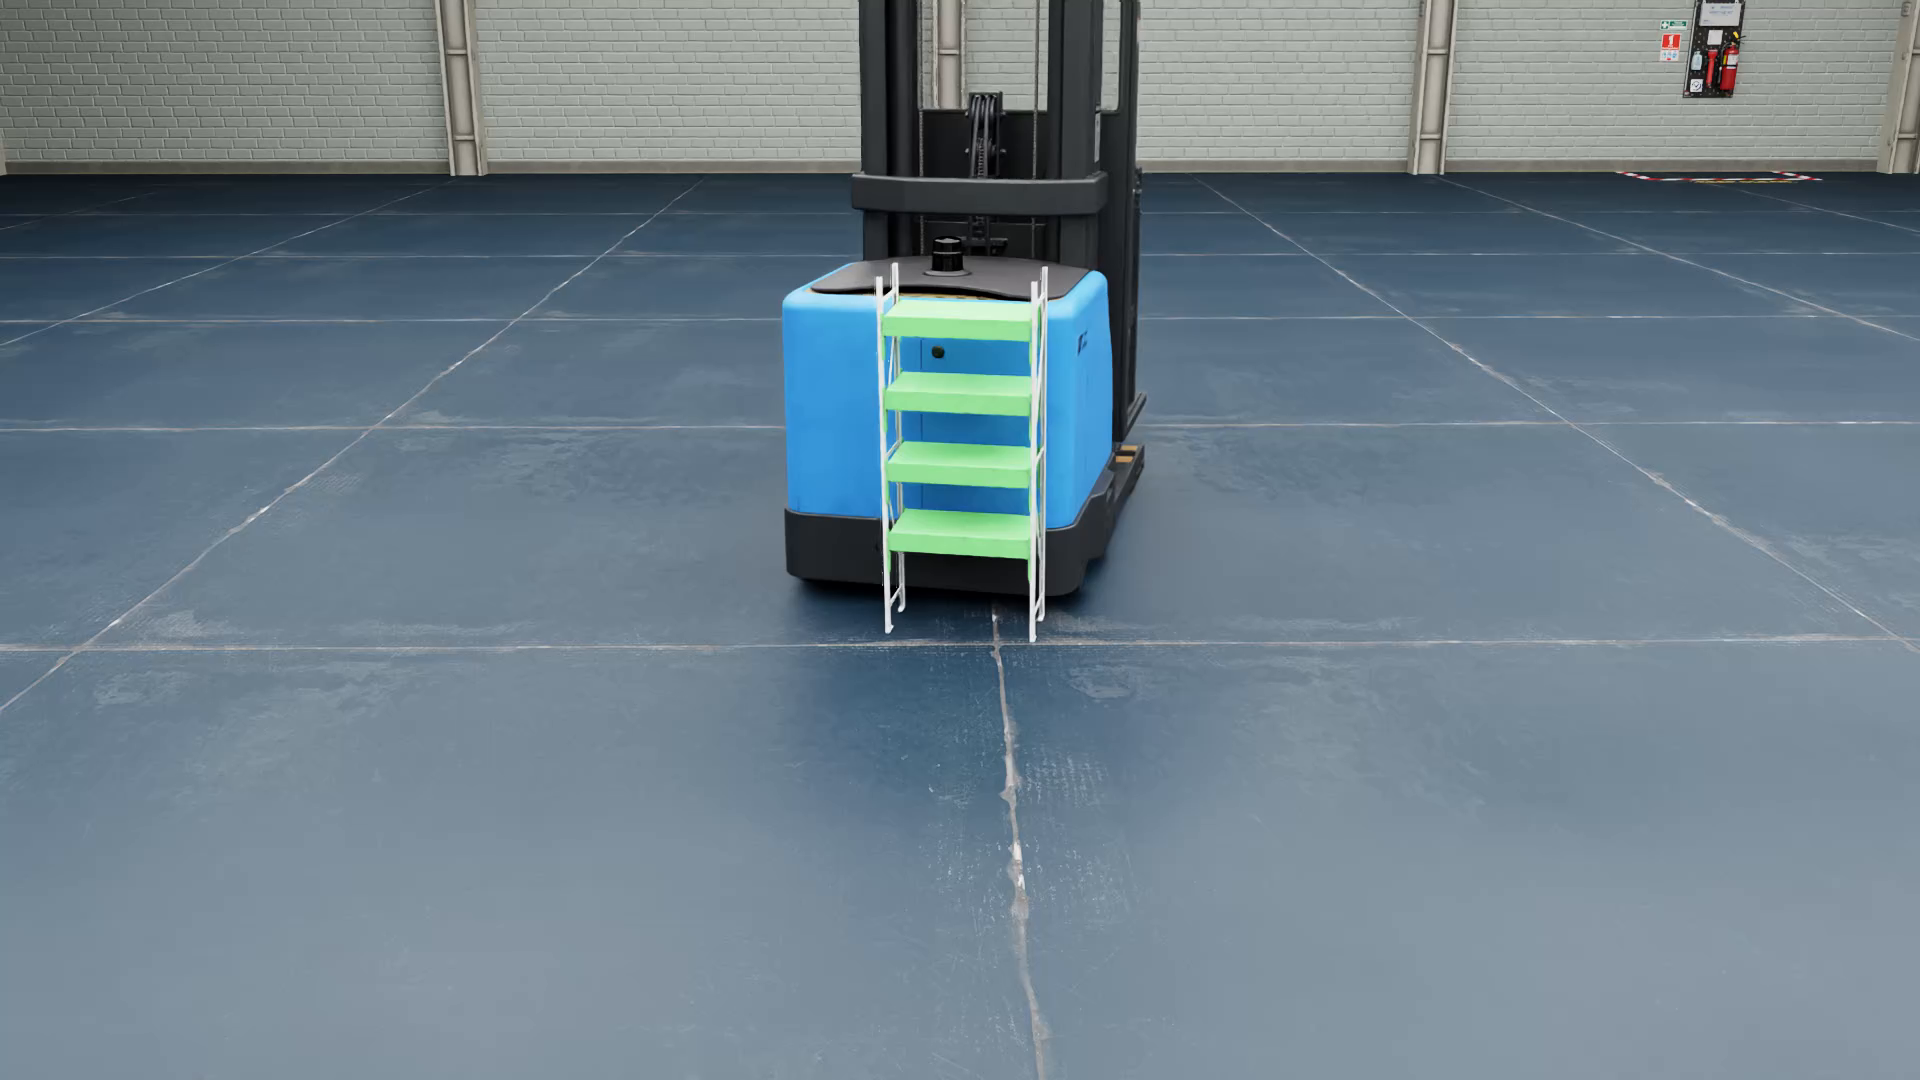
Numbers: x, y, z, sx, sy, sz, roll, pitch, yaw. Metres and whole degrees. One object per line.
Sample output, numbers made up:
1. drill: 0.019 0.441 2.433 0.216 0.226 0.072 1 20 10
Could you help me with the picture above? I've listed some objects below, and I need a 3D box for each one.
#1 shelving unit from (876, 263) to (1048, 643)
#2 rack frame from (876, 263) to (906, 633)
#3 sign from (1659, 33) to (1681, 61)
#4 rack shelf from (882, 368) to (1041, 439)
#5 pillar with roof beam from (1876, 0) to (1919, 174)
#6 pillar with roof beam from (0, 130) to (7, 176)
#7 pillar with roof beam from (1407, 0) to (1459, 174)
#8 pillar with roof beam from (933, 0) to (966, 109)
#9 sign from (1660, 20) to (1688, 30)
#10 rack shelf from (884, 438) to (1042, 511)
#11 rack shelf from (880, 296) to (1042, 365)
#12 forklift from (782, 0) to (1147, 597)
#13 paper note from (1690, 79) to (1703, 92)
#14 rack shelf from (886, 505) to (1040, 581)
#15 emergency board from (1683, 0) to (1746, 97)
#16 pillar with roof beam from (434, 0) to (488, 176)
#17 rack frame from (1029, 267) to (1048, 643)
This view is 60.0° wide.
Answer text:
1. shelving unit: 0.014 -0.277 5.428 0.503 1.200 0.258 3 21 11
2. rack frame: -0.225 -0.292 5.473 0.015 1.200 0.240 3 21 11
3. sign: 8.839 -6.131 20.691 0.234 0.329 0.001 0 18 -1
4. rack shelf: 0.013 -0.442 5.367 0.480 0.148 0.258 3 21 11
5. pillar with roof beam: 11.933 -7.627 15.592 0.400 9.000 9.100 0 18 -1
6. pillar with roof beam: -12.064 -7.511 15.231 0.400 9.000 9.100 0 18 -1
7. pillar with roof beam: 5.934 -7.598 15.502 0.400 9.000 9.100 0 18 -1
8. pillar with roof beam: -0.065 -7.569 15.411 0.400 9.000 9.100 0 18 -1
9. sign: 8.844 -6.381 20.601 0.331 0.109 0.001 0 18 -1
10. rack shelf: 0.015 -0.218 5.451 0.480 0.148 0.258 3 21 11
11. rack shelf: 0.011 -0.667 5.283 0.480 0.148 0.258 3 21 11
12. forklift: 0.203 -1.612 6.774 1.130 2.935 3.031 4 18 12
13. paper note: 9.215 -5.686 20.804 0.142 0.148 0.016 0 18 -1
14. rack shelf: 0.017 0.007 5.534 0.480 0.148 0.258 3 21 11
15. emergency board: 9.394 -6.085 20.606 0.643 1.169 0.194 0 18 -1
16. pillar with roof beam: -6.065 -7.540 15.321 0.400 9.000 9.100 0 18 -1
17. rack frame: 0.254 -0.263 5.384 0.015 1.200 0.240 3 21 11
